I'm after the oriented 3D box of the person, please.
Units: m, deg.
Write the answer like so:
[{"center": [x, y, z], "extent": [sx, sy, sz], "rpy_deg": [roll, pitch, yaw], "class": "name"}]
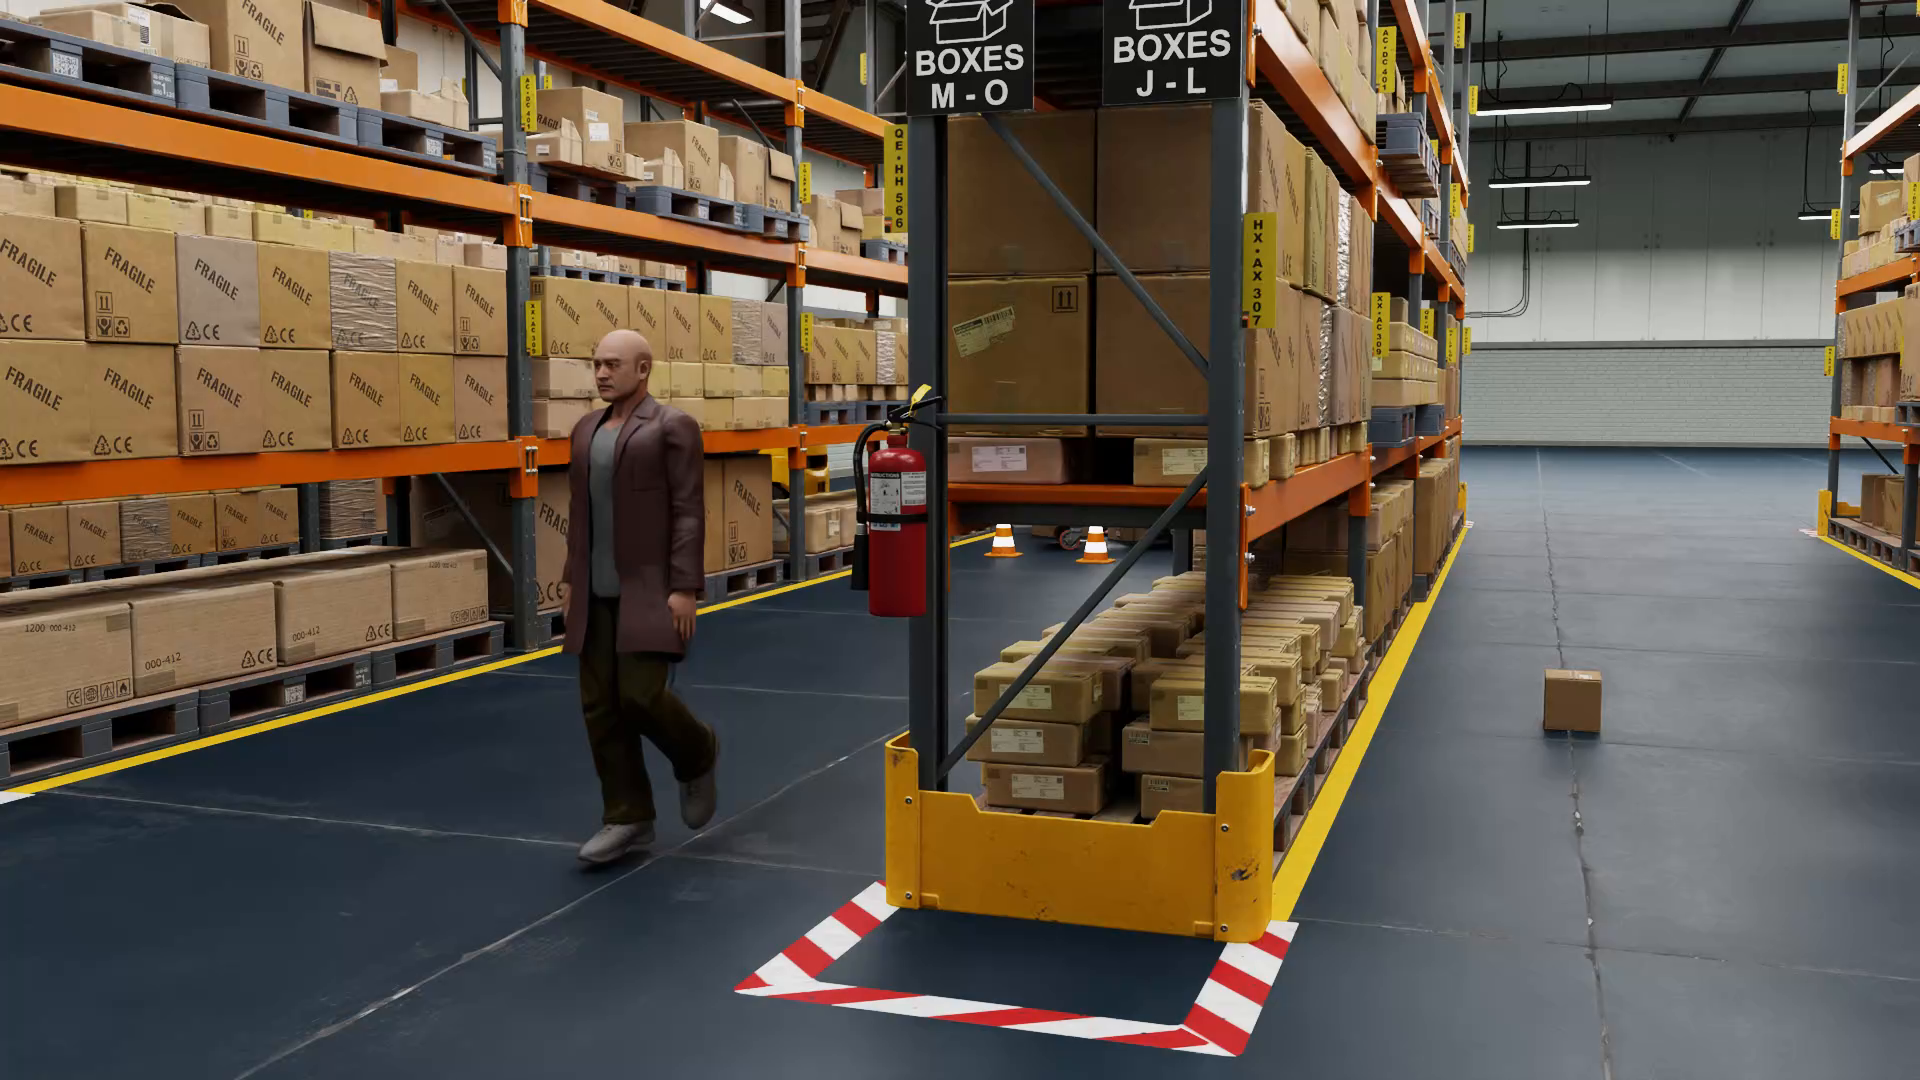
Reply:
[{"center": [-1.104, 0.173, 5.695], "extent": [0.622, 1.774, 0.628], "rpy_deg": [3, 6, 29], "class": "person"}]
